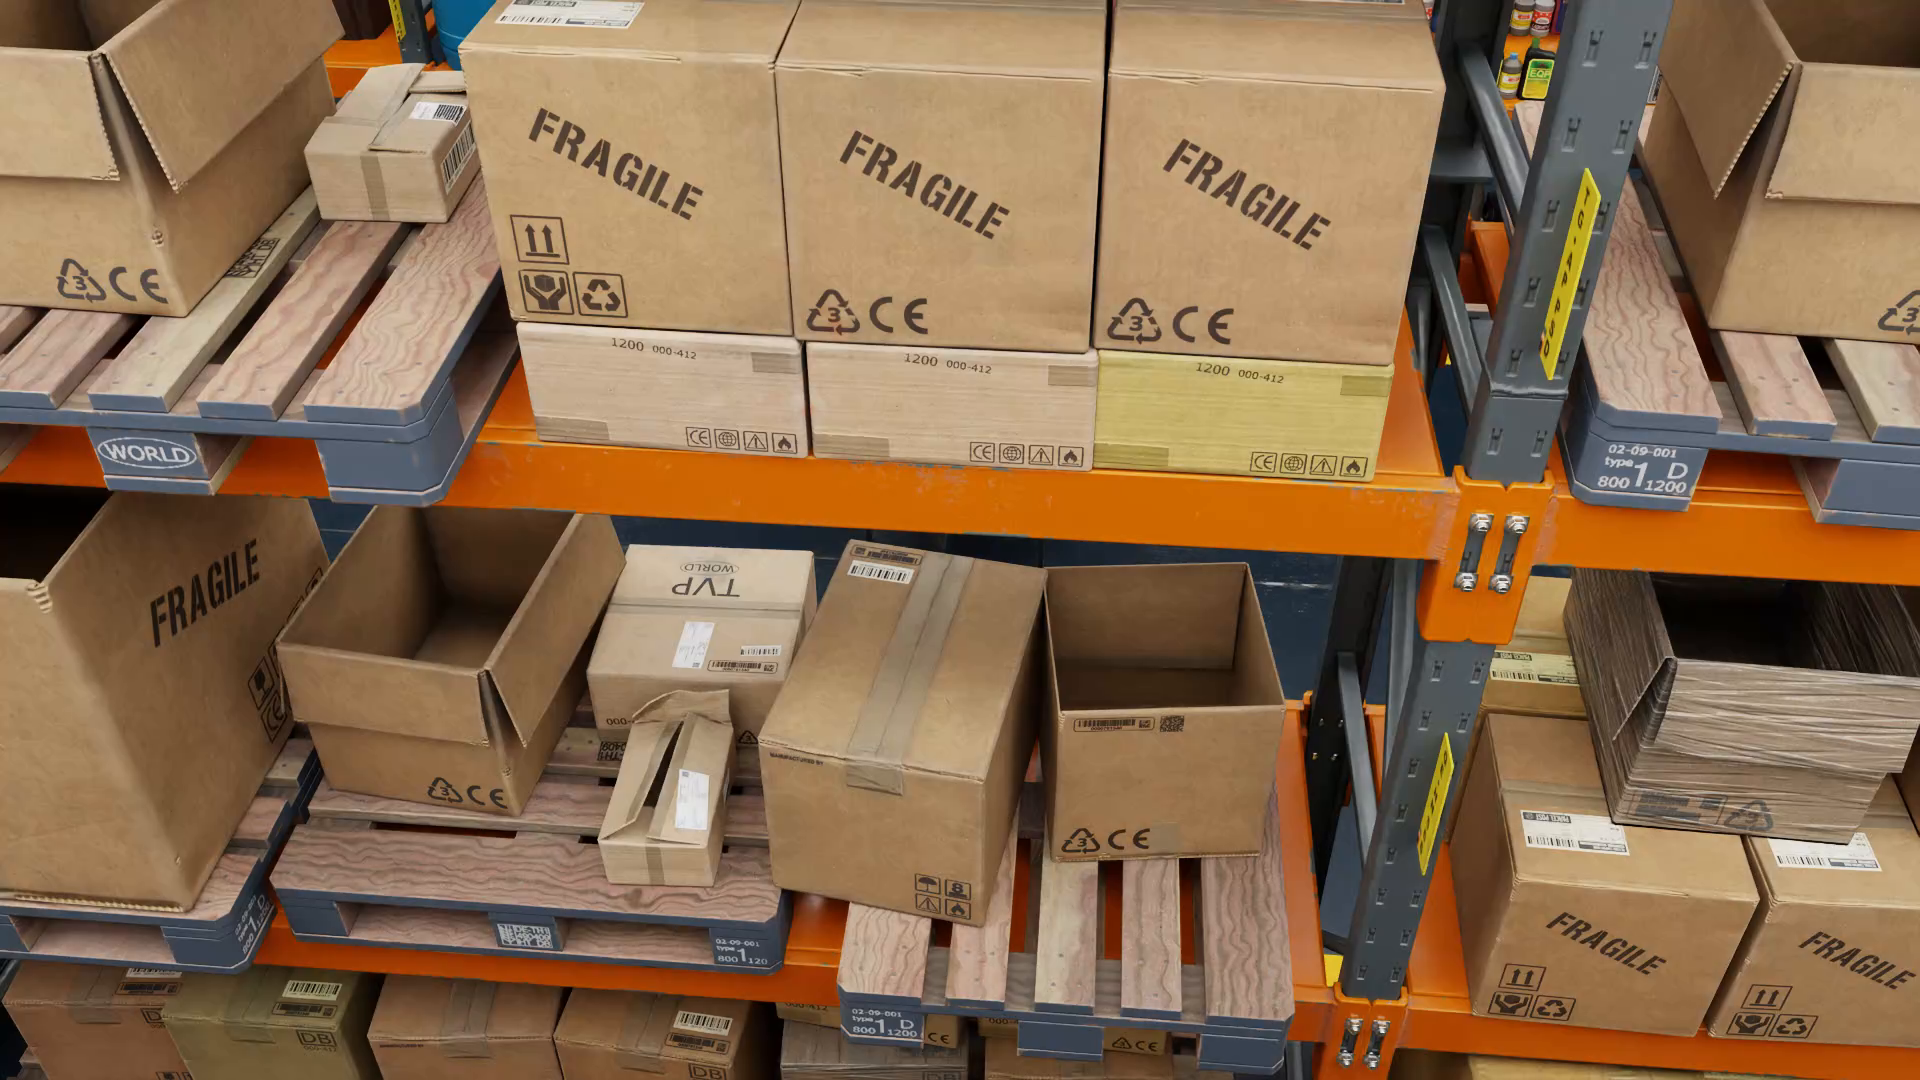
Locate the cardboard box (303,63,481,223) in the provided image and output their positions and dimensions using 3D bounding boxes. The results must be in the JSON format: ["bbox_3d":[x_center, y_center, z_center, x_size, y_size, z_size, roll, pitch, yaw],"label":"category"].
[{"bbox_3d":[-1.112,-0.803,3.336,0.250,0.166,0.380,2,39,3],"label":"cardboard box"}]

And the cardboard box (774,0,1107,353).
[{"bbox_3d":[-0.012,-0.674,2.851,0.500,0.500,0.500,3,39,4],"label":"cardboard box"}]

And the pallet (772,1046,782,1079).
[{"bbox_3d":[-0.994,1.581,5.140,1.213,0.211,1.003,3,39,4],"label":"pallet"}]

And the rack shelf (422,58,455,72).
[{"bbox_3d":[-0.569,-2.333,8.310,4.000,0.370,1.077,3,39,4],"label":"rack shelf"}]

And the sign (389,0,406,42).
[{"bbox_3d":[-2.620,-2.483,7.705,0.005,0.325,0.100,3,39,4],"label":"sign"}]

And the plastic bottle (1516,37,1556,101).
[{"bbox_3d":[2.647,-2.158,7.617,0.133,0.283,0.061,3,39,4],"label":"plastic bottle"}]

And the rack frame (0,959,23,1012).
[{"bbox_3d":[-2.989,0.394,4.390,0.127,3.000,1.000,3,39,4],"label":"rack frame"}]

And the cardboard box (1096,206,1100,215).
[{"bbox_3d":[0.039,-0.708,3.486,0.500,0.250,0.500,4,39,5],"label":"cardboard box"}]

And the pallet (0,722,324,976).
[{"bbox_3d":[-2.240,0.601,4.287,1.213,0.211,1.003,3,39,4],"label":"pallet"}]

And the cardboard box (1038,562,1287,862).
[{"bbox_3d":[0.455,0.406,3.964,0.500,0.500,0.500,-1,39,-2],"label":"cardboard box"}]

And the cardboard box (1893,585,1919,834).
[{"bbox_3d":[2.372,0.271,3.667,0.637,0.503,0.797,4,39,5],"label":"cardboard box"}]

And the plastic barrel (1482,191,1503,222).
[{"bbox_3d":[3.038,-1.654,8.483,0.708,0.588,0.600,3,39,4],"label":"plastic barrel"}]

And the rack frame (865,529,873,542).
[{"bbox_3d":[-0.371,-0.602,6.801,0.023,1.500,0.400,3,39,4],"label":"rack frame"}]

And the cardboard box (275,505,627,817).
[{"bbox_3d":[-1.254,0.227,4.180,0.637,0.503,0.797,7,40,8],"label":"cardboard box"}]

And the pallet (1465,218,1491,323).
[{"bbox_3d":[2.213,-1.405,8.809,1.213,0.211,1.003,3,39,4],"label":"pallet"}]

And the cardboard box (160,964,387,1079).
[{"bbox_3d":[-1.905,1.277,4.936,0.500,0.500,0.700,3,39,4],"label":"cardboard box"}]

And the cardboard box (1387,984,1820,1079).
[{"bbox_3d":[1.682,1.323,4.598,0.875,0.875,1.225,1,39,2],"label":"cardboard box"}]

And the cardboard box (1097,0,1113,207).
[{"bbox_3d":[0.045,-1.002,3.253,0.500,0.500,0.500,3,39,4],"label":"cardboard box"}]

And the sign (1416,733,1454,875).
[{"bbox_3d":[0.959,0.535,3.362,0.005,0.325,0.100,3,39,4],"label":"sign"}]

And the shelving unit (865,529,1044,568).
[{"bbox_3d":[-0.007,-0.582,6.777,0.755,1.500,0.431,3,39,4],"label":"shelving unit"}]

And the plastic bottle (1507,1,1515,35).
[{"bbox_3d":[2.692,-2.616,8.245,0.097,0.201,0.097,0,39,0],"label":"plastic bottle"}]

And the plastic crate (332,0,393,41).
[{"bbox_3d":[-3.072,-2.806,8.370,0.504,0.338,0.767,3,39,4],"label":"plastic crate"}]

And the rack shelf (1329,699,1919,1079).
[{"bbox_3d":[2.989,0.999,4.216,4.000,0.370,1.077,3,39,4],"label":"rack shelf"}]

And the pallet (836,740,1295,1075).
[{"bbox_3d":[0.277,0.714,4.148,1.003,0.211,1.213,3,39,4],"label":"pallet"}]

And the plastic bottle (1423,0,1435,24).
[{"bbox_3d":[2.304,-2.637,8.271,0.097,0.201,0.097,0,39,0],"label":"plastic bottle"}]

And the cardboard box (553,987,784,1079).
[{"bbox_3d":[-0.792,1.338,4.862,0.500,0.500,0.700,6,40,8],"label":"cardboard box"}]

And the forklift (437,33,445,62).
[{"bbox_3d":[-1.818,-4.303,10.215,3.031,2.935,1.130,2,39,2],"label":"forklift"}]

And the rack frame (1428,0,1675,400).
[{"bbox_3d":[0.996,-1.715,2.229,0.127,3.000,1.000,3,39,4],"label":"rack frame"}]

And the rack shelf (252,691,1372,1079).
[{"bbox_3d":[-0.996,0.782,4.483,4.000,0.370,1.077,3,39,4],"label":"rack shelf"}]

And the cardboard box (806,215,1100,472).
[{"bbox_3d":[0.006,-0.384,3.088,0.500,0.250,0.500,3,39,4],"label":"cardboard box"}]

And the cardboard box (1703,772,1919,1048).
[{"bbox_3d":[1.971,0.797,3.816,0.500,0.500,0.500,2,39,3],"label":"cardboard box"}]

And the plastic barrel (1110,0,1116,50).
[{"bbox_3d":[0.935,-2.391,7.704,0.708,0.536,0.600,3,39,4],"label":"plastic barrel"}]

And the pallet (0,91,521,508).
[{"bbox_3d":[-1.349,-0.542,3.312,1.003,0.211,1.213,3,39,4],"label":"pallet"}]

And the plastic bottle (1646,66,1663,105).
[{"bbox_3d":[3.209,-2.153,7.617,0.135,0.276,0.152,3,39,4],"label":"plastic bottle"}]

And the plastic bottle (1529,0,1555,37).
[{"bbox_3d":[2.886,-2.605,8.232,0.097,0.201,0.097,0,39,0],"label":"plastic bottle"}]

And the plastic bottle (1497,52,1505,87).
[{"bbox_3d":[2.417,-2.170,7.632,0.133,0.283,0.061,3,39,4],"label":"plastic bottle"}]

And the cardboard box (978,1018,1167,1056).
[{"bbox_3d":[0.326,1.102,4.558,0.500,0.250,0.500,5,39,6],"label":"cardboard box"}]

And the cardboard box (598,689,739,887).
[{"bbox_3d":[-0.688,0.580,3.935,0.258,0.266,0.396,2,39,3],"label":"cardboard box"}]

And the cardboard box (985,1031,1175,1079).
[{"bbox_3d":[0.327,1.386,4.802,0.500,0.500,0.700,1,39,1],"label":"cardboard box"}]
